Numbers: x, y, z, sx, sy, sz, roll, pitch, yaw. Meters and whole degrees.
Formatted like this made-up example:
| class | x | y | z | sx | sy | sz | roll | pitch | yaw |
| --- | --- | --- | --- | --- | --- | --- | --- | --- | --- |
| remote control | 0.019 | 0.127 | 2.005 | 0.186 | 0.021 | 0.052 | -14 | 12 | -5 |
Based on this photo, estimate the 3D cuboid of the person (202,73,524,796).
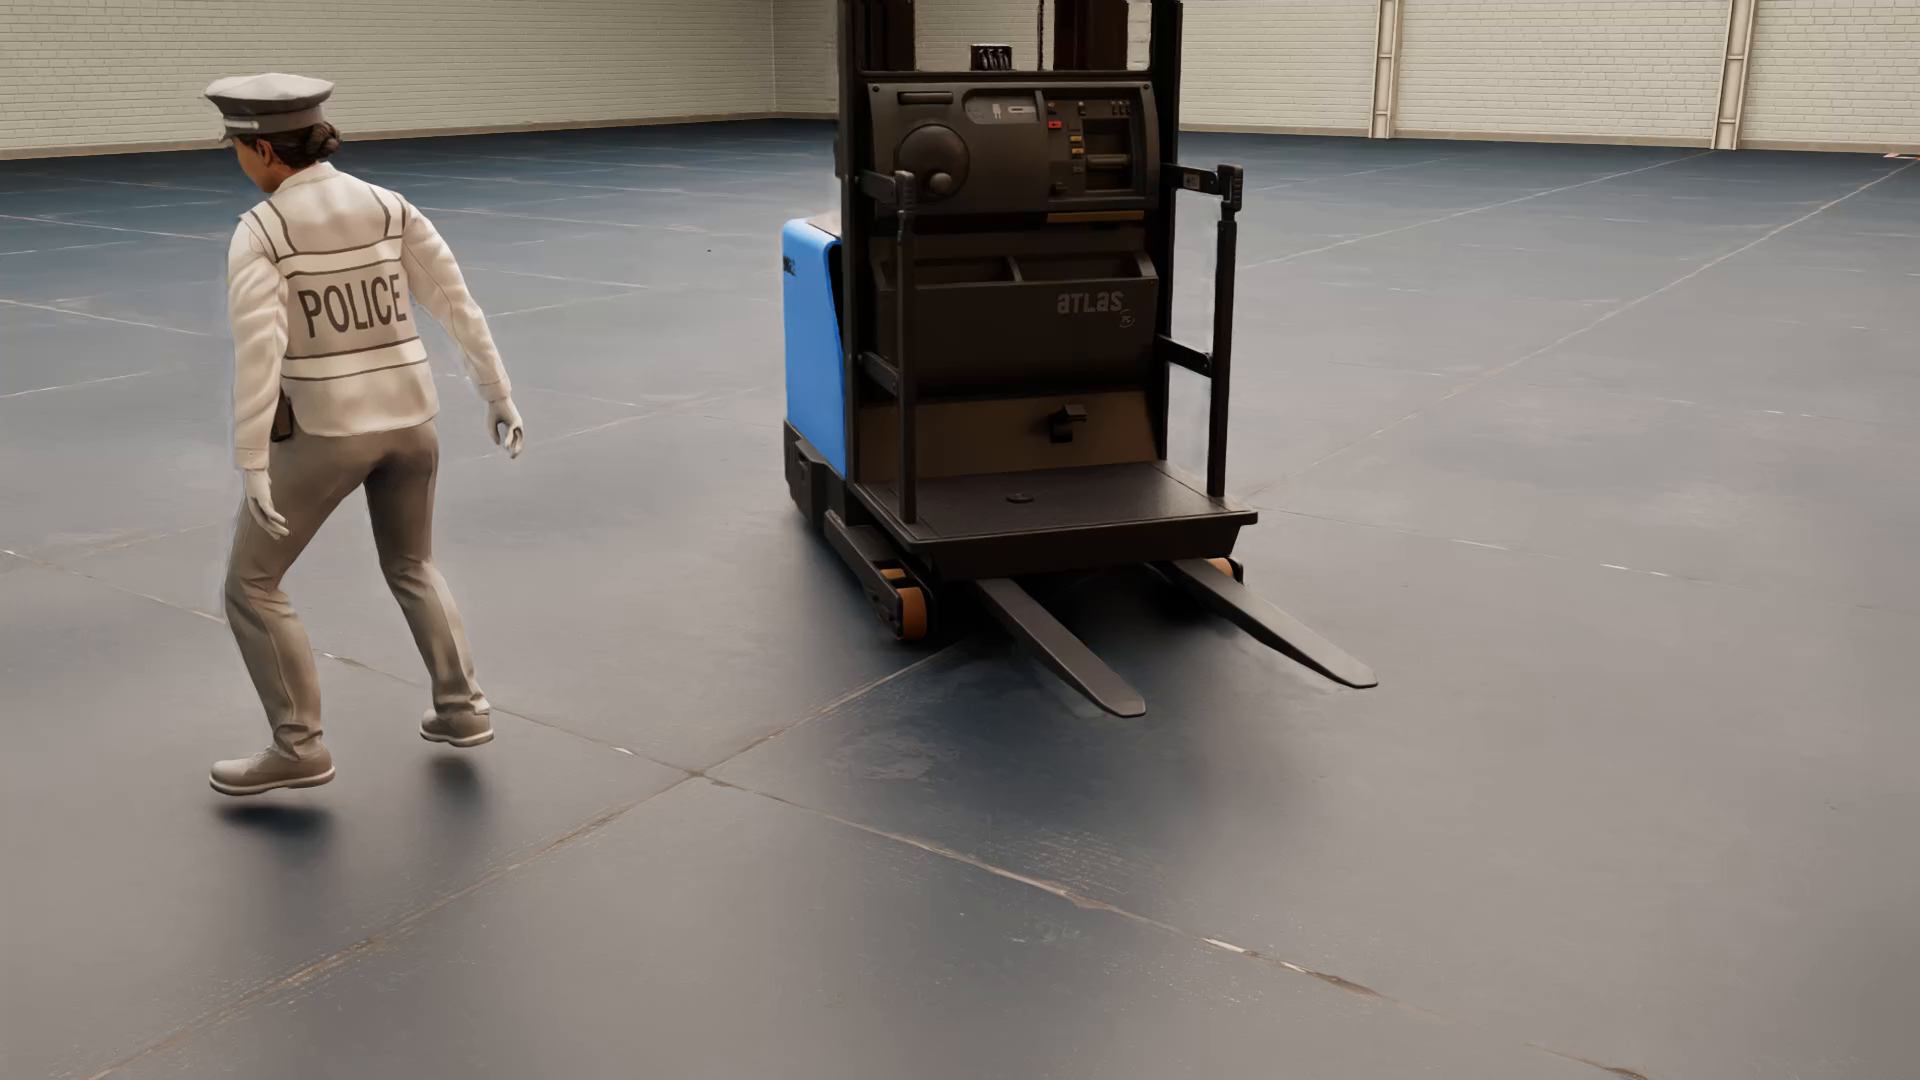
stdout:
| class | x | y | z | sx | sy | sz | roll | pitch | yaw |
| --- | --- | --- | --- | --- | --- | --- | --- | --- | --- |
| person | -1.396 | -0.247 | 3.841 | 0.422 | 1.602 | 0.794 | 16 | 23 | 42 |

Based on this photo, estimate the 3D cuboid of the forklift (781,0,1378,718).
| class | x | y | z | sx | sy | sz | roll | pitch | yaw |
| --- | --- | --- | --- | --- | --- | --- | --- | --- | --- |
| forklift | 0.240 | -1.229 | 4.941 | 1.130 | 2.935 | 3.031 | -5 | 17 | -17 |
